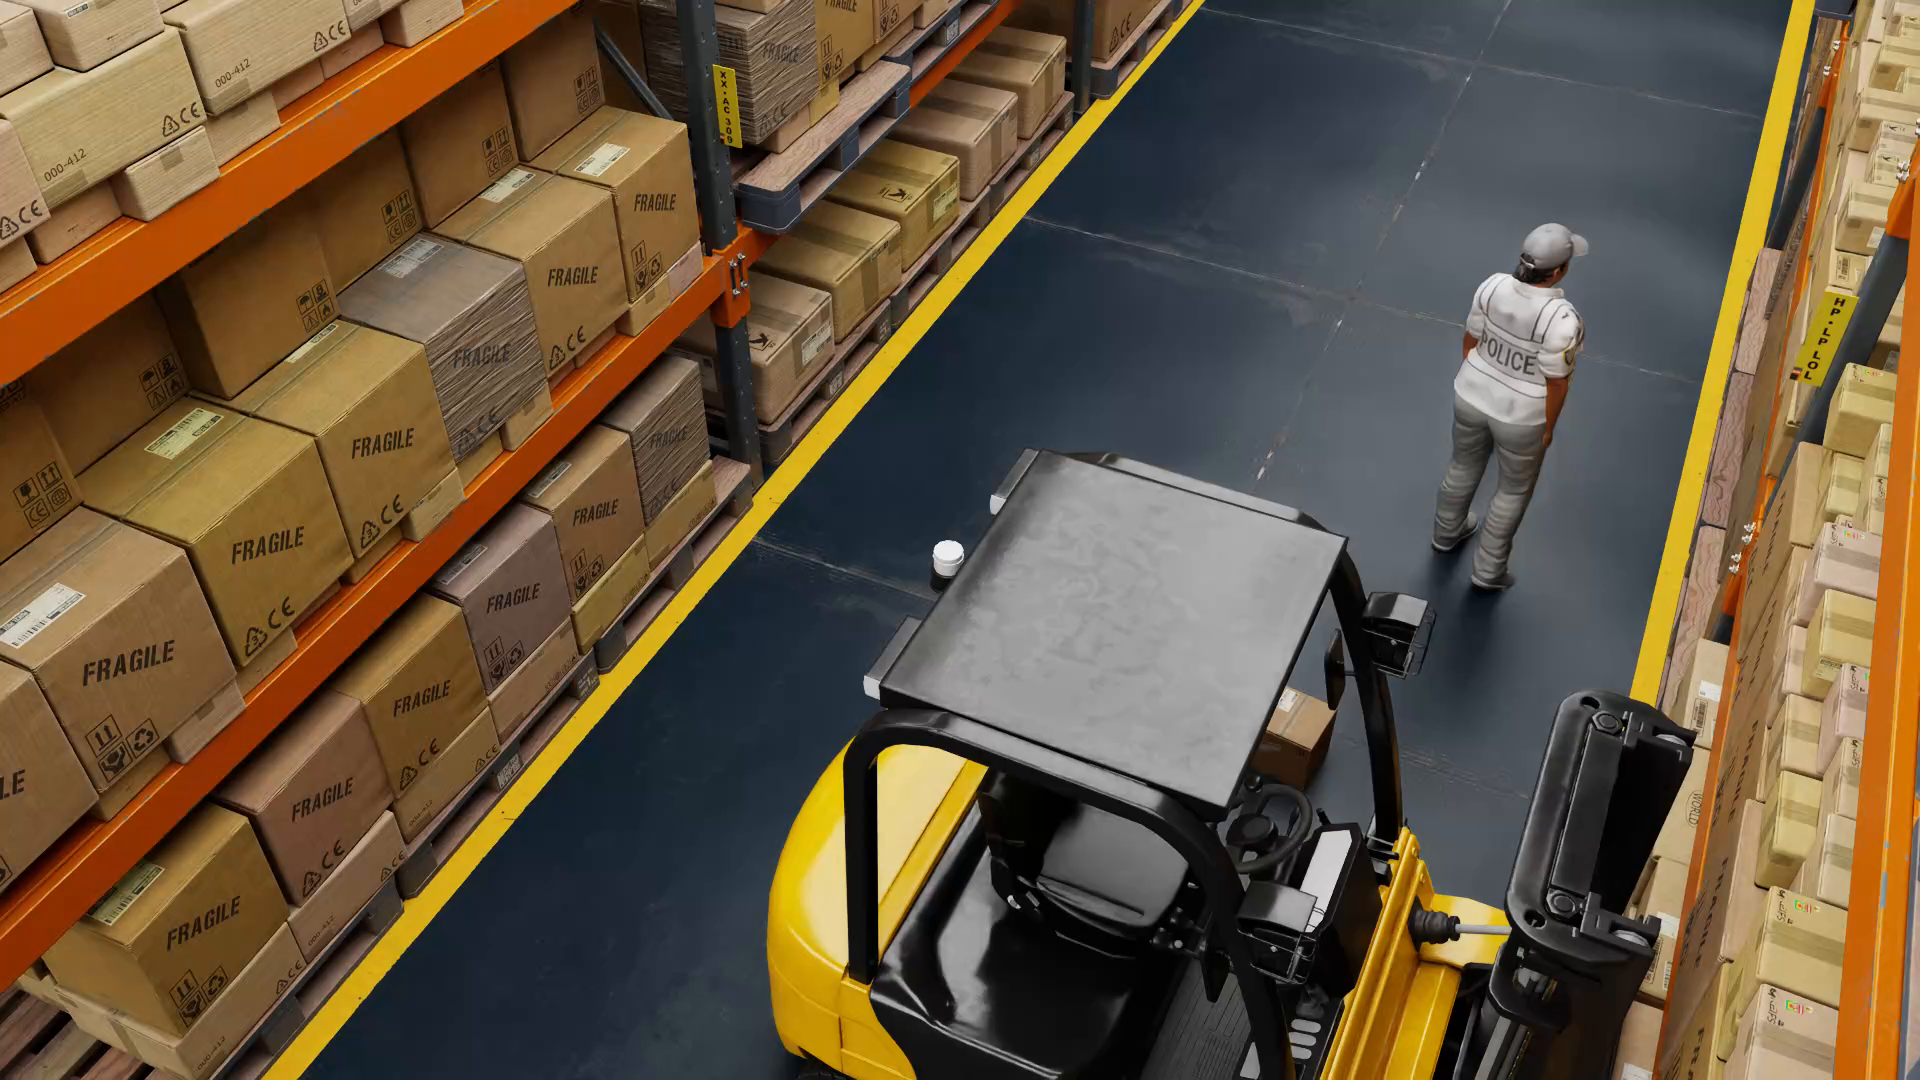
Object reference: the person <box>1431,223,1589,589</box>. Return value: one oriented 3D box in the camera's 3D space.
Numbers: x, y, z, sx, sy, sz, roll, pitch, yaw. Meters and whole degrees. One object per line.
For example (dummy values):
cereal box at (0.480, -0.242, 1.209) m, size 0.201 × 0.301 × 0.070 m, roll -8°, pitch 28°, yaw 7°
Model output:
person at (2.243, -0.529, 6.779) m, size 0.410 × 1.729 × 0.500 m, roll -30°, pitch 50°, yaw -29°
